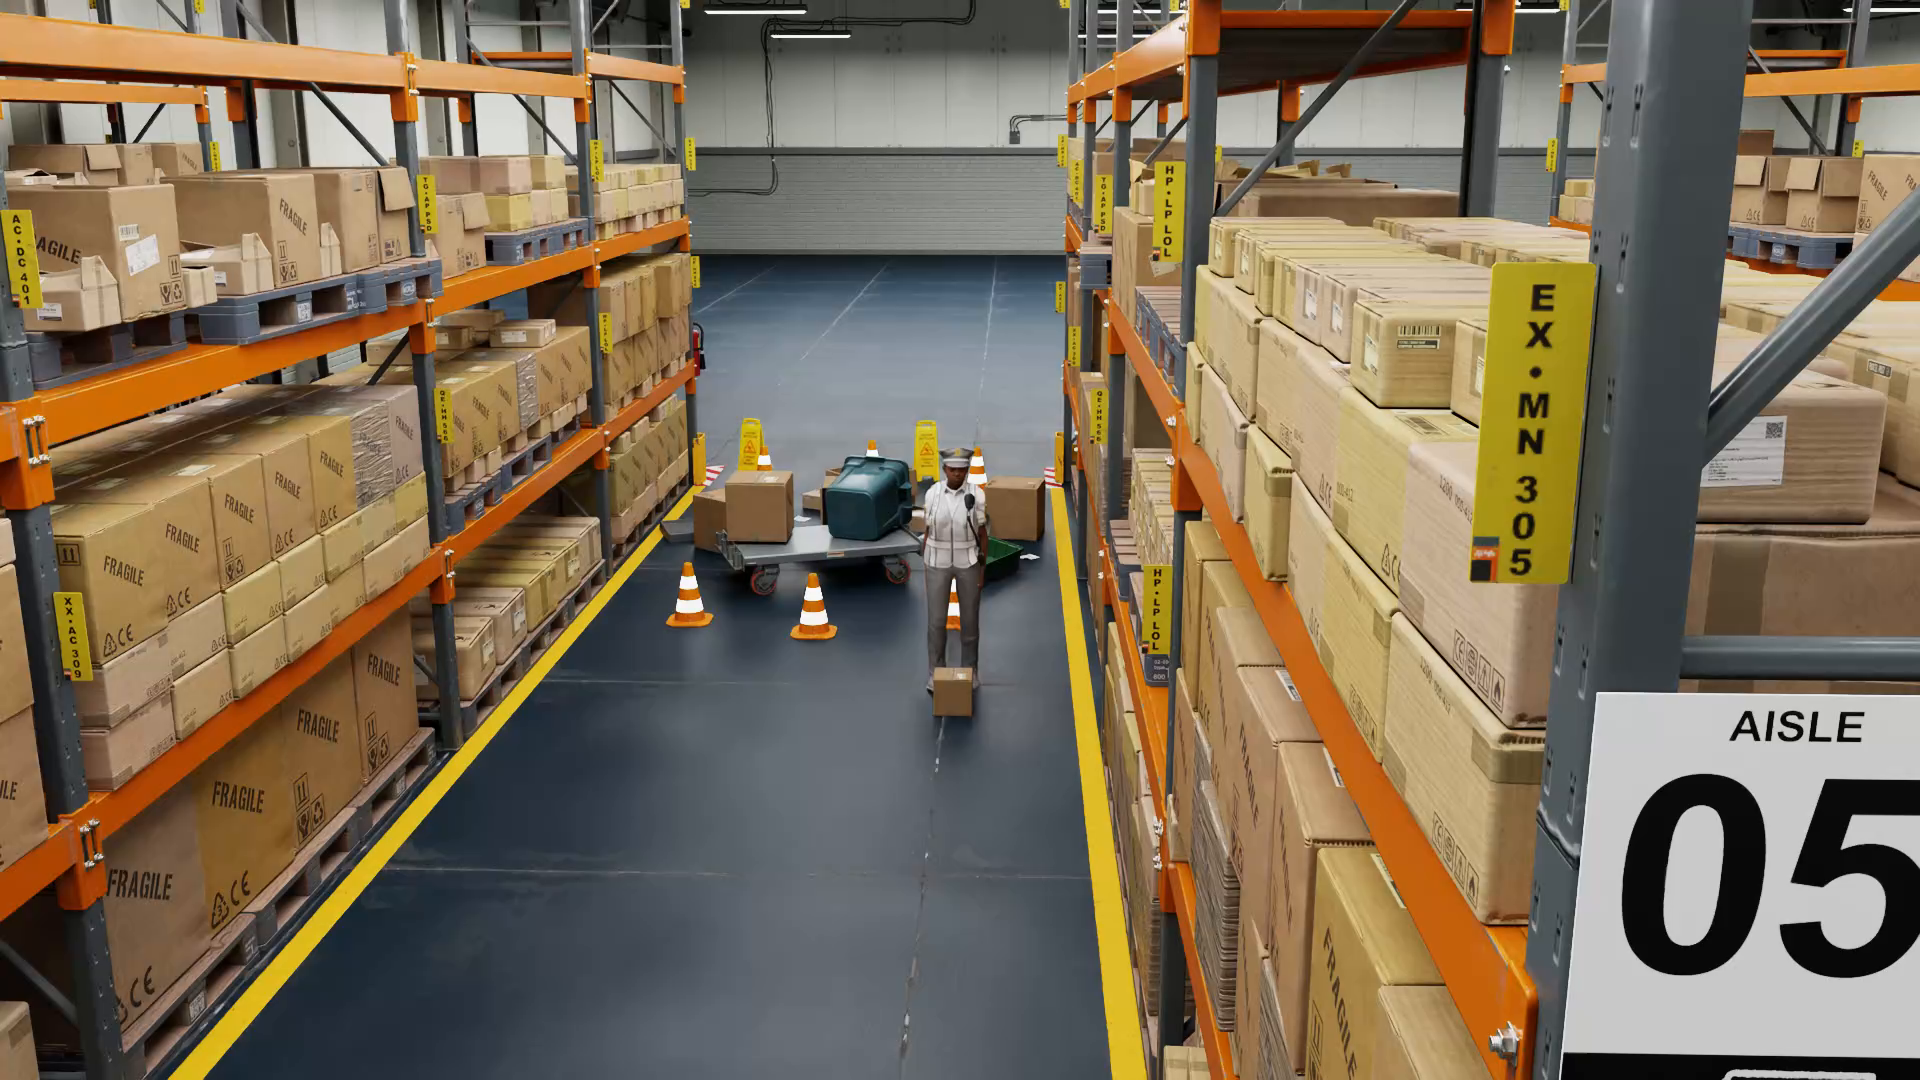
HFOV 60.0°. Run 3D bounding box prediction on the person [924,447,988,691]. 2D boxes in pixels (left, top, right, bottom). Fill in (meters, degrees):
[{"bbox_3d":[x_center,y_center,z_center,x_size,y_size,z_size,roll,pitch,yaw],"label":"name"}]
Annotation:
[{"bbox_3d":[-0.029,0.196,11.216,0.435,1.695,0.348,1,14,2],"label":"person"}]
